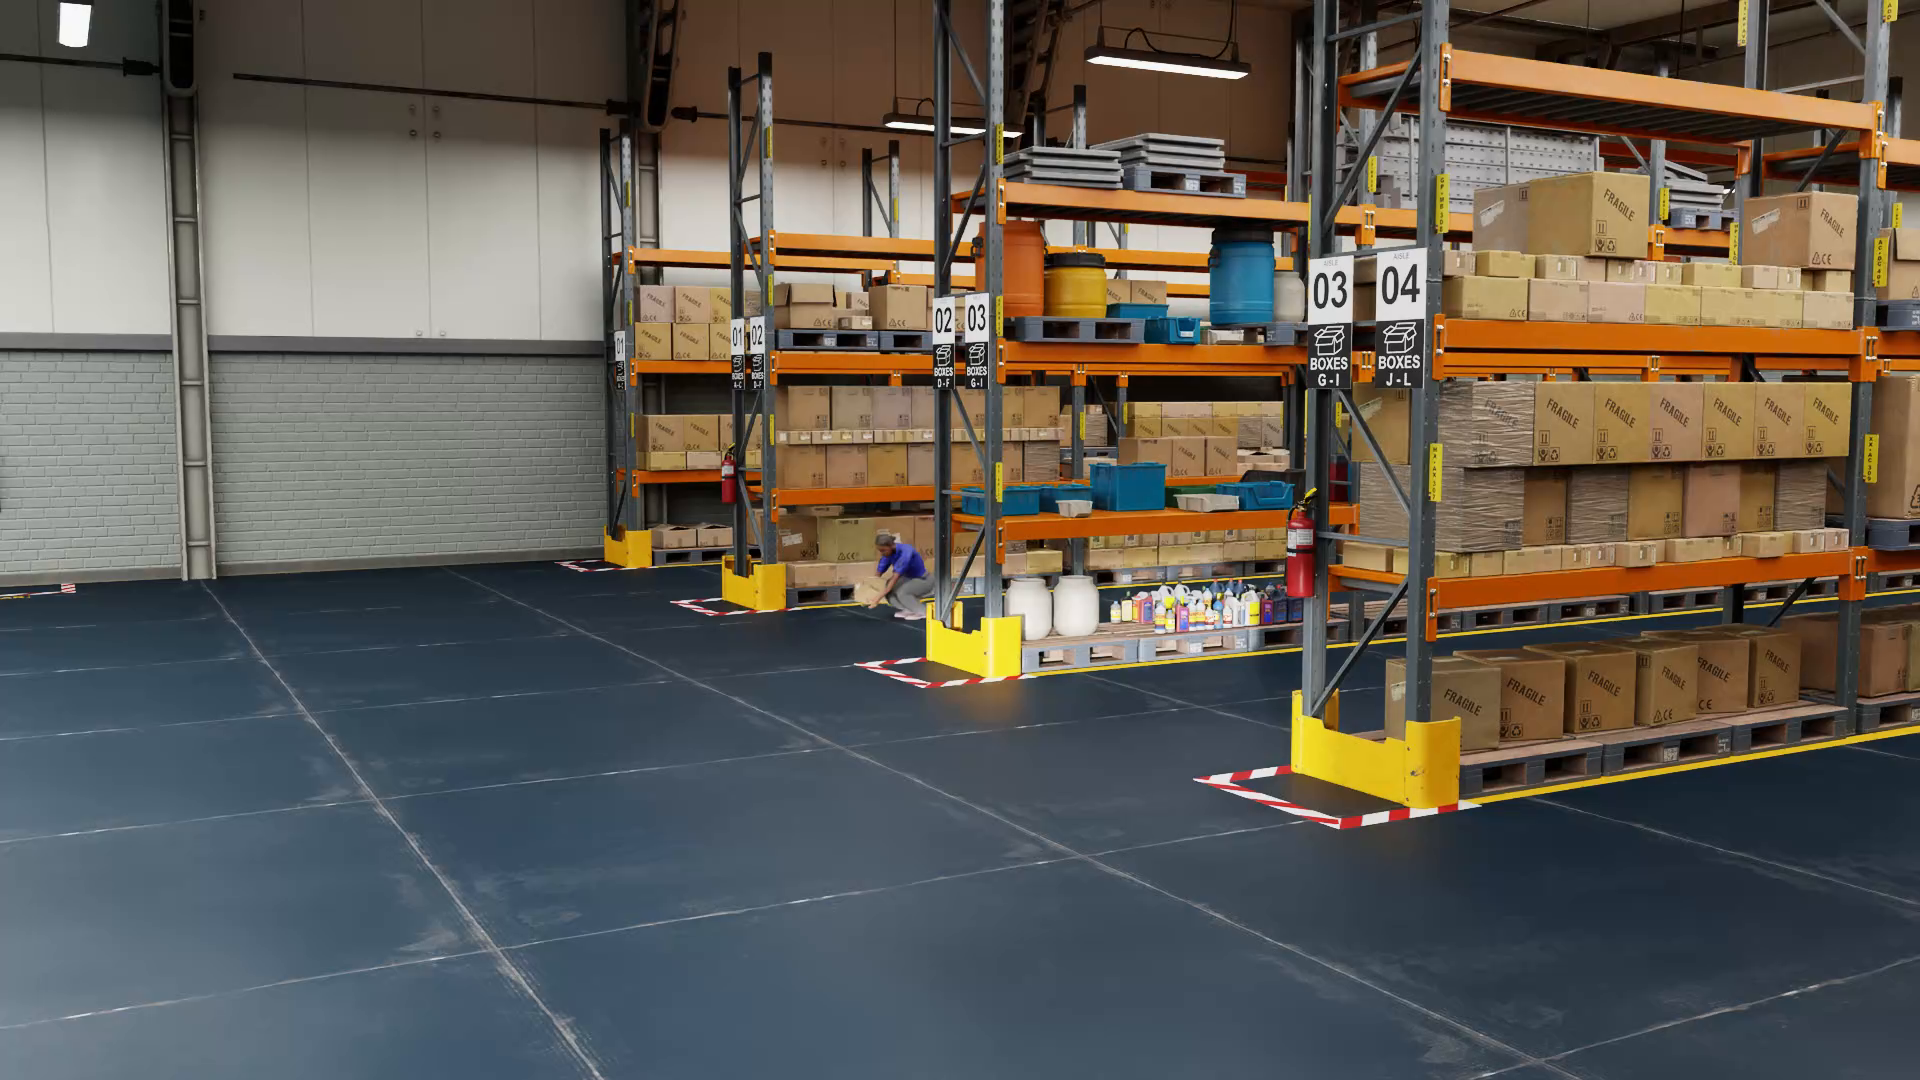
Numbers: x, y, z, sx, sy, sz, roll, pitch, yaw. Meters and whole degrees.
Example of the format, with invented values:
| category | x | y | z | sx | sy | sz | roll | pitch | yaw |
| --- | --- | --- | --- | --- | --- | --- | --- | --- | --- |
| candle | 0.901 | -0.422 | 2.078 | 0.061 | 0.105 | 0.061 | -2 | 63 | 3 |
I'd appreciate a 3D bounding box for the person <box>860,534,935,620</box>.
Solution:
| category | x | y | z | sx | sy | sz | roll | pitch | yaw |
| --- | --- | --- | --- | --- | --- | --- | --- | --- | --- |
| person | -0.639 | 0.381 | 17.493 | 0.820 | 0.921 | 0.506 | -3 | 6 | -29 |
